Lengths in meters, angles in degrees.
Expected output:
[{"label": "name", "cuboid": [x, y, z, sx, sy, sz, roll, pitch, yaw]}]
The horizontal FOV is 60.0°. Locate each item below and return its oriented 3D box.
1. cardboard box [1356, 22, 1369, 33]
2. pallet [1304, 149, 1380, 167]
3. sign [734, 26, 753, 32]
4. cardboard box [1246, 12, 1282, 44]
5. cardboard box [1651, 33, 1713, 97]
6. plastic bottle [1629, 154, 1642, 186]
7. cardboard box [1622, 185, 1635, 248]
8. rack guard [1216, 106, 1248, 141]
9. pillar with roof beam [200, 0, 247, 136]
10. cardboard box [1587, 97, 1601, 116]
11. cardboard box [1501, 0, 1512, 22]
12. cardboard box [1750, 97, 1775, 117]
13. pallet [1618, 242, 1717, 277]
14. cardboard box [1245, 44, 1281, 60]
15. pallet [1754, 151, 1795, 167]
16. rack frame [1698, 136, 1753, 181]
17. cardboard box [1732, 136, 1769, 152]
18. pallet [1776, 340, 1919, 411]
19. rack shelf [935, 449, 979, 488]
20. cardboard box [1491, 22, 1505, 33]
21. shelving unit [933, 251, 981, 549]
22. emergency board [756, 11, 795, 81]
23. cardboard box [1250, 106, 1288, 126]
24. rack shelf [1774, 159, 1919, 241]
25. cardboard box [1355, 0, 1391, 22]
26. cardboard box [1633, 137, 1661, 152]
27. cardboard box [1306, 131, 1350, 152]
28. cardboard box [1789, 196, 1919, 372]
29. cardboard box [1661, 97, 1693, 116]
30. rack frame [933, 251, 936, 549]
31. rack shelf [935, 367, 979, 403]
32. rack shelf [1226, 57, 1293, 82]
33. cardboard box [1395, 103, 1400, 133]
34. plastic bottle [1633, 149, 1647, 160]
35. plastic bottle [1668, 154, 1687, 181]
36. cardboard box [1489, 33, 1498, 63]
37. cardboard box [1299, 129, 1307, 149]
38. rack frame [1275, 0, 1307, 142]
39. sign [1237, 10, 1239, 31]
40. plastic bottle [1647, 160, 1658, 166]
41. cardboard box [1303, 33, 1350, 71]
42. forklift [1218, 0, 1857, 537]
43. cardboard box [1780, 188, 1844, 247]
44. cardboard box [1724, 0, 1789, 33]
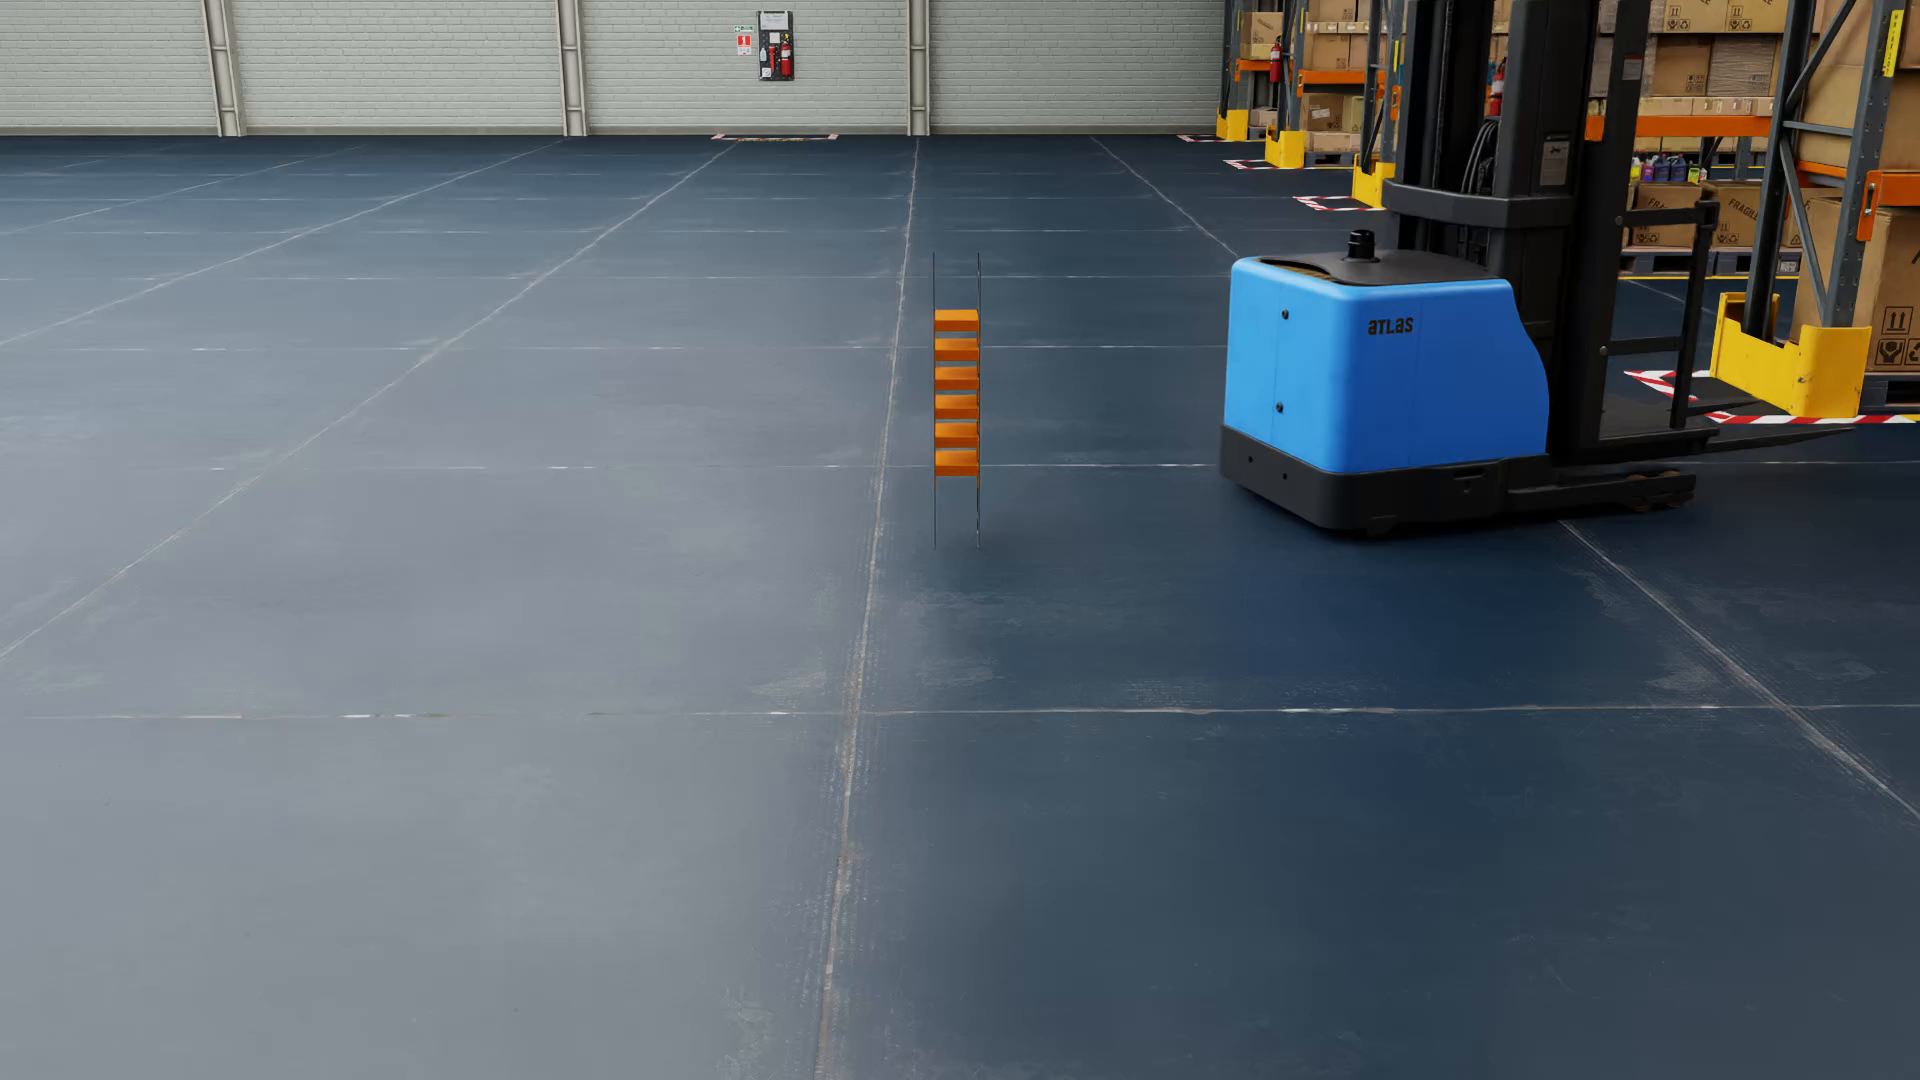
[{"label": "cardboard box", "cuboid": [5.575, -7.111, 23.080, 0.250, 0.149, 0.380, 0, 18, -1]}, {"label": "pallet", "cuboid": [5.430, -5.505, 23.862, 1.213, 0.211, 1.003, 0, 18, -1]}, {"label": "sign", "cuboid": [-3.750, -8.863, 28.839, 0.331, 0.109, 0.001, 0, 18, -1]}, {"label": "cardboard box", "cuboid": [5.066, -8.535, 27.727, 0.500, 0.500, 0.500, 0, 18, -1]}, {"label": "cardboard box", "cuboid": [5.867, -4.013, 13.996, 0.500, 0.500, 0.875, 0, 18, -1]}, {"label": "plastic bottle", "cuboid": [7.586, -4.177, 18.774, 0.185, 0.351, 0.144, 0, 18, -1]}, {"label": "cardboard box", "cuboid": [5.444, -2.798, 14.264, 0.500, 0.500, 0.500, 3, 18, 9]}, {"label": "rack guard", "cuboid": [4.660, -7.139, 28.484, 0.348, 0.500, 1.175, 0, 18, -1]}, {"label": "pillar with roof beam", "cuboid": [-12.659, -10.051, 23.649, 0.400, 9.000, 9.100, 0, 18, -1]}, {"label": "cardboard box", "cuboid": [5.108, -3.599, 13.768, 0.250, 0.149, 0.380, 0, 18, -1]}, {"label": "cardboard box", "cuboid": [7.717, -7.494, 23.210, 0.500, 0.500, 0.700, 0, 18, -1]}, {"label": "cardboard box", "cuboid": [6.609, -3.577, 13.699, 0.250, 0.149, 0.380, 0, 18, -1]}, {"label": "pallet", "cuboid": [5.708, -2.456, 14.358, 1.213, 0.211, 1.003, 0, 18, -1]}, {"label": "cardboard box", "cuboid": [5.077, -8.172, 27.826, 0.500, 0.250, 0.500, -1, 18, -2]}, {"label": "pallet", "cuboid": [11.841, -5.535, 23.955, 1.213, 0.211, 1.003, 0, 18, -1]}, {"label": "rack frame", "cuboid": [8.740, -5.322, 18.728, 0.127, 3.000, 1.000, 0, 18, -1]}, {"label": "cardboard box", "cuboid": [11.125, -5.663, 23.605, 0.500, 0.250, 0.500, 0, 18, 0]}, {"label": "pallet", "cuboid": [5.594, -0.975, 9.741, 1.213, 0.211, 1.003, 0, 18, -1]}, {"label": "rack shelf", "cuboid": [-0.014, -0.300, 6.951, 0.180, 0.103, 0.258, 0, 18, -1]}, {"label": "cardboard box", "cuboid": [7.380, -7.121, 23.109, 0.250, 0.149, 0.380, 0, 18, -1]}, {"label": "shelving unit", "cuboid": [-0.014, -0.571, 6.864, 0.189, 1.200, 0.258, 0, 18, -1]}, {"label": "emergency board", "cuboid": [-3.200, -8.567, 28.844, 0.643, 1.169, 0.194, 0, 18, -1]}, {"label": "cardboard box", "cuboid": [5.278, -7.234, 28.369, 0.500, 0.311, 0.500, -2, 18, -7]}, {"label": "rack shelf", "cuboid": [6.796, -1.942, 9.369, 4.000, 0.370, 1.077, 0, 18, -1]}, {"label": "cardboard box", "cuboid": [5.712, -7.484, 23.180, 0.500, 0.500, 0.700, -1, 18, -2]}, {"label": "cardboard box", "cuboid": [9.584, -5.654, 23.577, 0.500, 0.250, 0.500, 0, 18, 1]}, {"label": "cardboard box", "cuboid": [5.206, -5.641, 23.536, 0.500, 0.250, 0.500, 0, 18, -1]}, {"label": "cardboard box", "cuboid": [5.473, -1.487, 9.562, 0.875, 0.875, 0.875, 0, 18, -1]}, {"label": "cardboard box", "cuboid": [5.858, -3.599, 13.767, 0.250, 0.149, 0.380, 0, 18, -1]}, {"label": "rack frame", "cuboid": [-0.106, -0.571, 6.863, 0.006, 1.200, 0.240, 0, 18, -1]}, {"label": "rack shelf", "cuboid": [-0.014, -0.643, 6.841, 0.180, 0.103, 0.258, 0, 18, -1]}, {"label": "rack shelf", "cuboid": [6.584, -7.996, 28.241, 4.000, 0.370, 1.077, 0, 18, -1]}, {"label": "cardboard box", "cuboid": [6.206, -6.008, 23.451, 0.500, 0.500, 0.500, 0, 18, -1]}, {"label": "plastic bottle", "cuboid": [7.927, -4.393, 19.449, 0.185, 0.351, 0.144, 0, 18, 1]}, {"label": "plastic bottle", "cuboid": [8.101, -4.179, 18.782, 0.185, 0.351, 0.144, -1, 18, -2]}, {"label": "cardboard box", "cuboid": [7.193, -6.873, 23.399, 0.500, 0.500, 0.700, 0, 18, 0]}, {"label": "cardboard box", "cuboid": [5.198, -5.799, 24.030, 0.500, 0.250, 0.500, 0, 18, -1]}, {"label": "rack frame", "cuboid": [4.666, -6.816, 23.384, 0.127, 3.000, 1.000, 0, 18, -1]}, {"label": "sign", "cuboid": [4.593, -8.575, 27.452, 0.005, 0.325, 0.100, 0, 18, -1]}, {"label": "plastic bottle", "cuboid": [7.881, -4.188, 18.931, 0.135, 0.276, 0.152, 0, 18, -1]}, {"label": "cardboard box", "cuboid": [5.133, -6.862, 23.364, 0.500, 0.500, 0.700, 0, 18, -1]}, {"label": "forklift", "cuboid": [2.785, -1.666, 7.442, 3.031, 2.935, 1.130, -6, 19, -19]}, {"label": "cardboard box", "cuboid": [7.226, -2.798, 14.263, 0.500, 0.500, 0.500, -2, 18, -6]}, {"label": "cardboard box", "cuboid": [6.373, -4.378, 13.498, 0.500, 0.500, 0.500, 0, 18, -1]}]
